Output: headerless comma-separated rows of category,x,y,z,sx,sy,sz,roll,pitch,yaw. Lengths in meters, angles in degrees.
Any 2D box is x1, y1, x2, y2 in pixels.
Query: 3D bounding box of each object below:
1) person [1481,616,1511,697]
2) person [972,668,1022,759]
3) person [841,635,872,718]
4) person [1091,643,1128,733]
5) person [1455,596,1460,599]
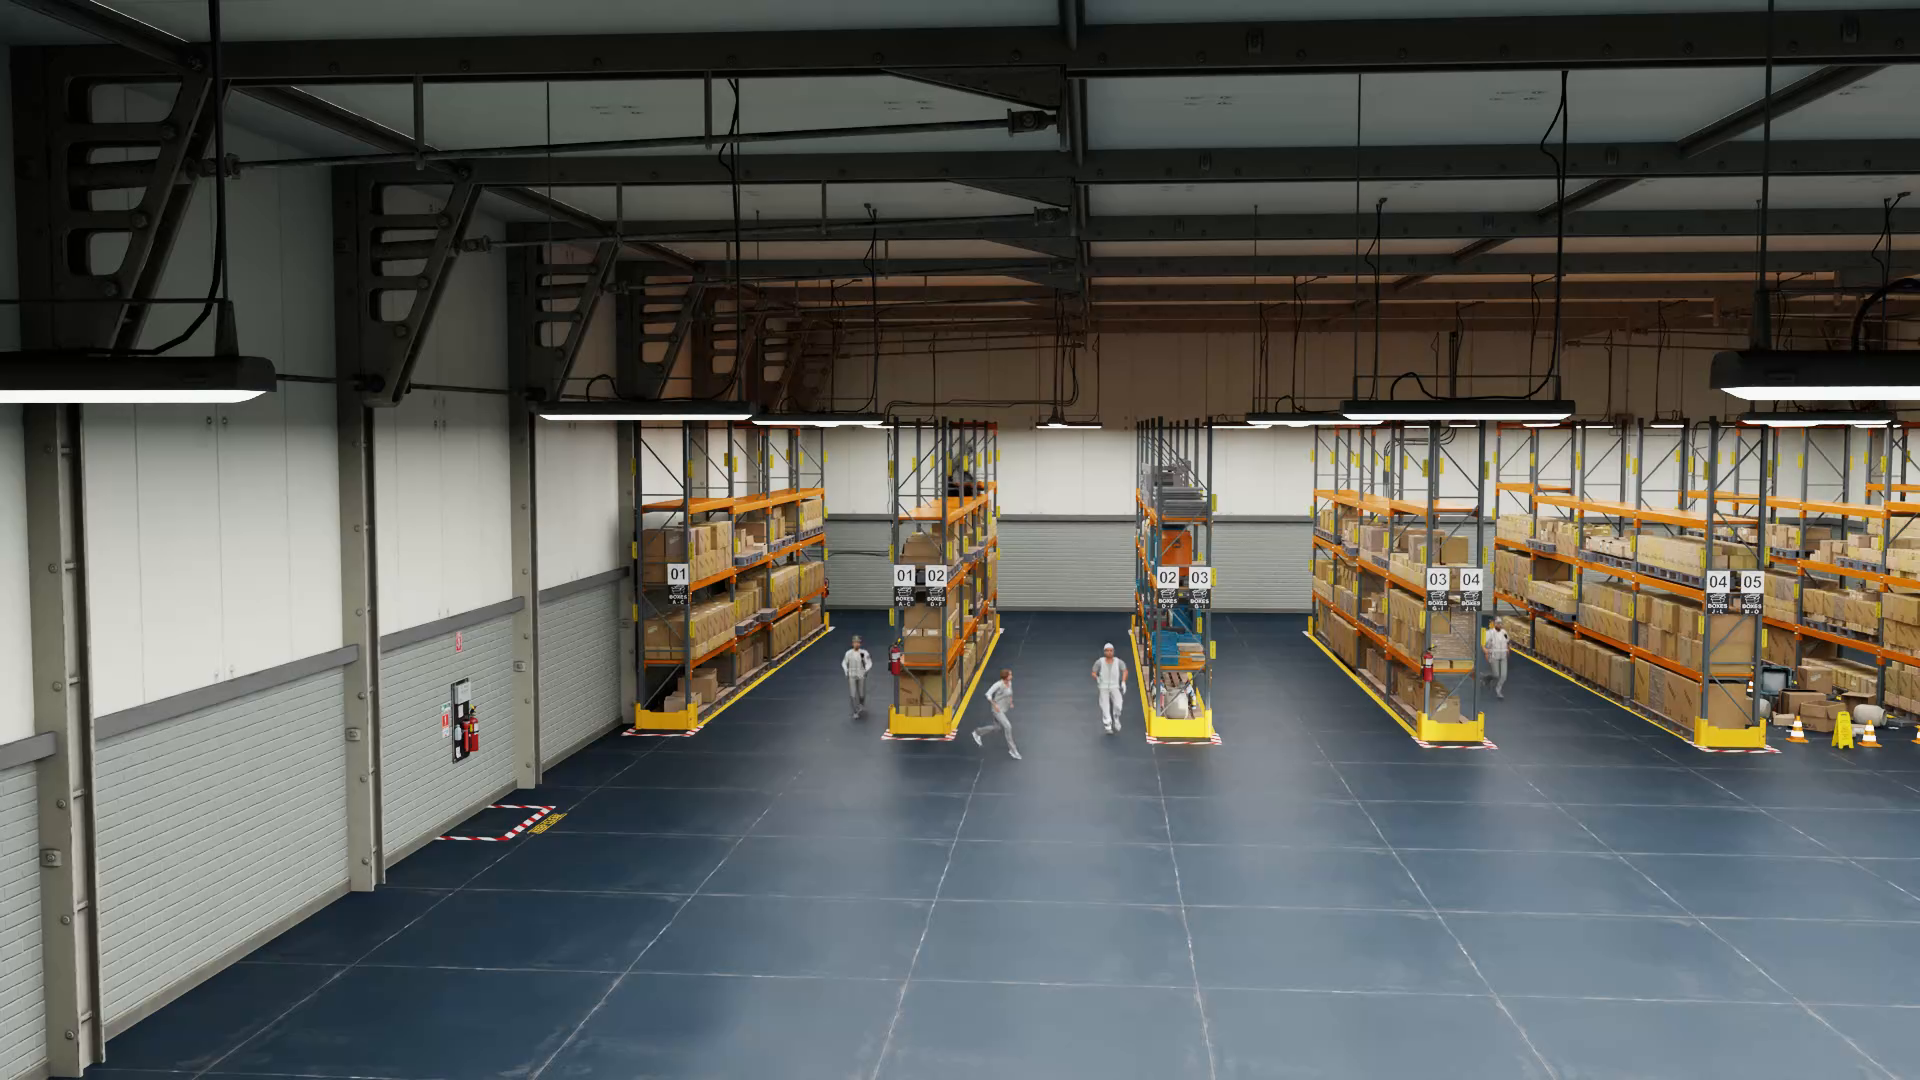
person,11.611,2.518,35.938,0.670,1.737,0.543,0,4,-7
person,0.649,3.031,29.322,0.976,1.585,0.537,2,4,29
person,-2.069,2.724,33.269,0.614,1.647,0.540,0,4,1
person,2.816,2.813,31.291,0.687,1.732,0.621,0,4,4
person,13.491,1.936,44.513,0.664,1.825,0.907,1,4,11
